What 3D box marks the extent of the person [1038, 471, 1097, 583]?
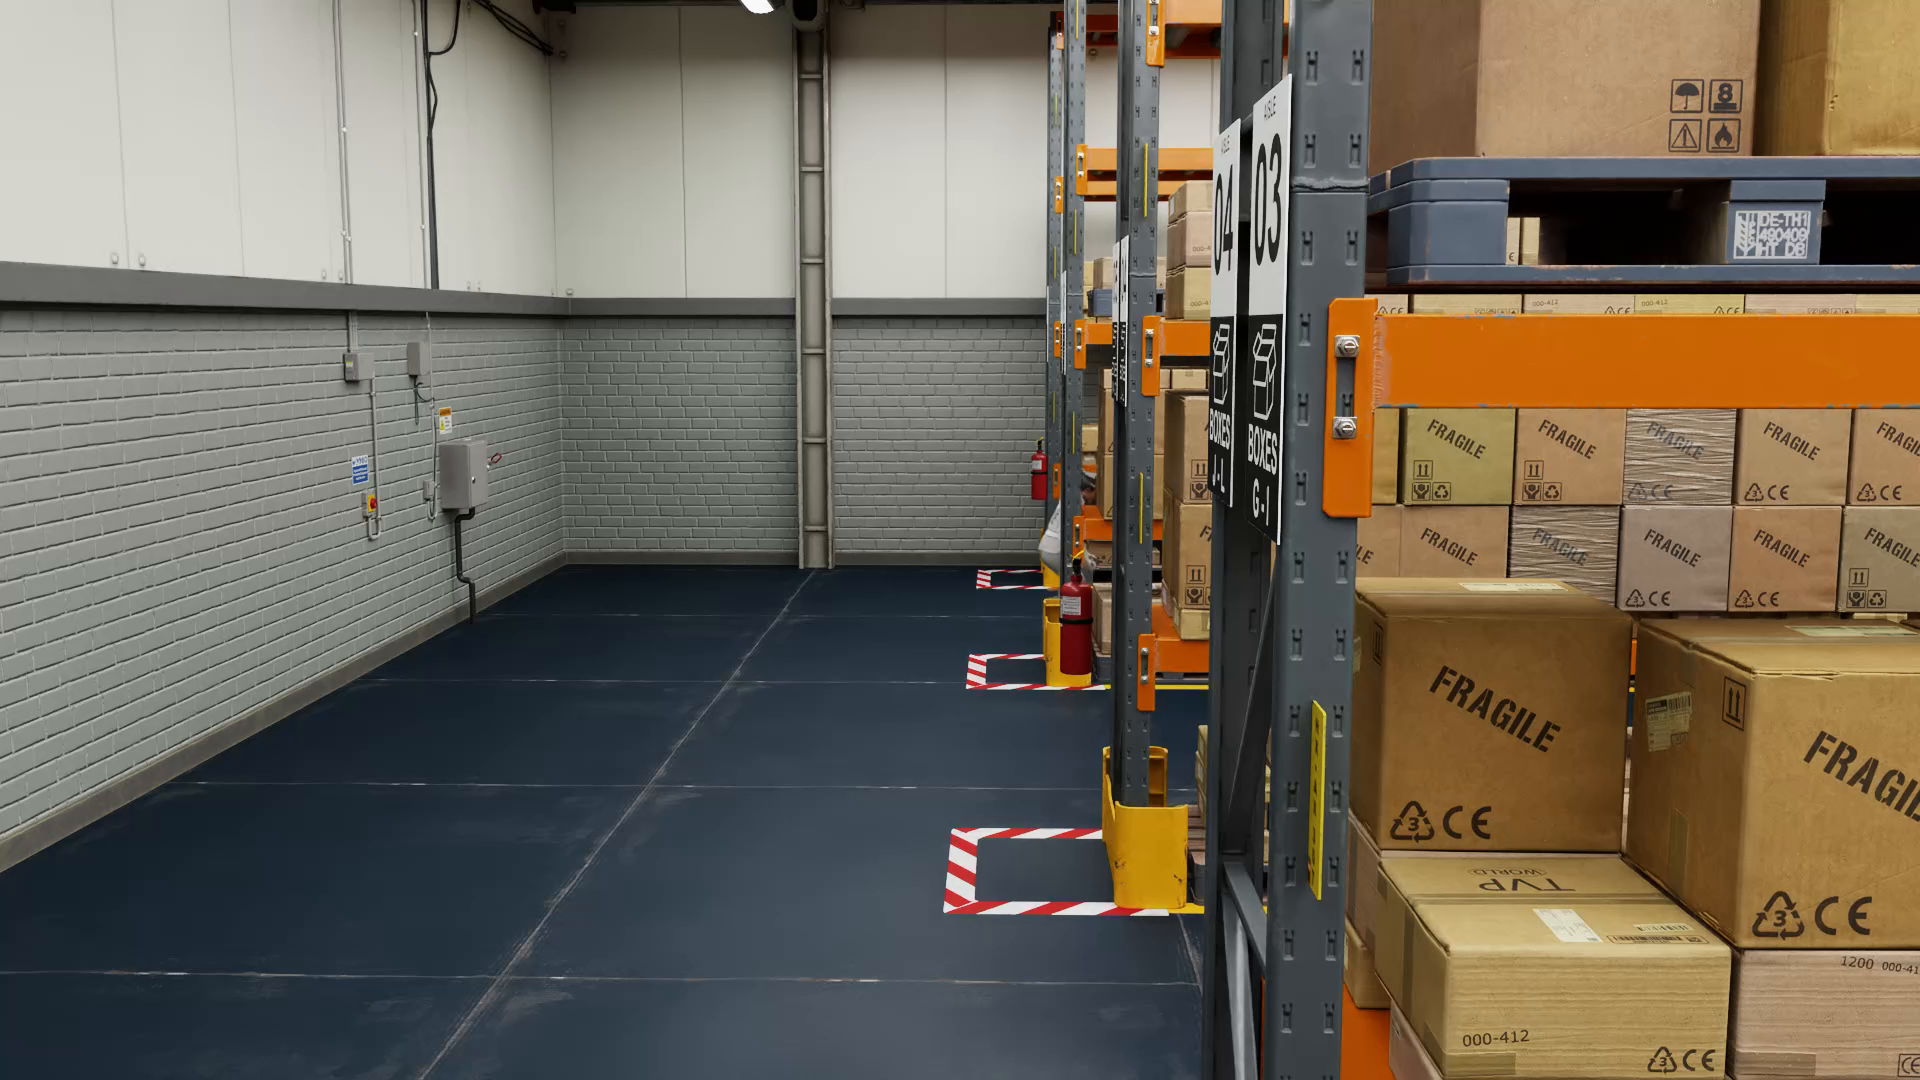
[{"bbox_3d":[1.011,0.128,14.964,0.612,1.501,0.529,0,7,2],"label":"person"}]
